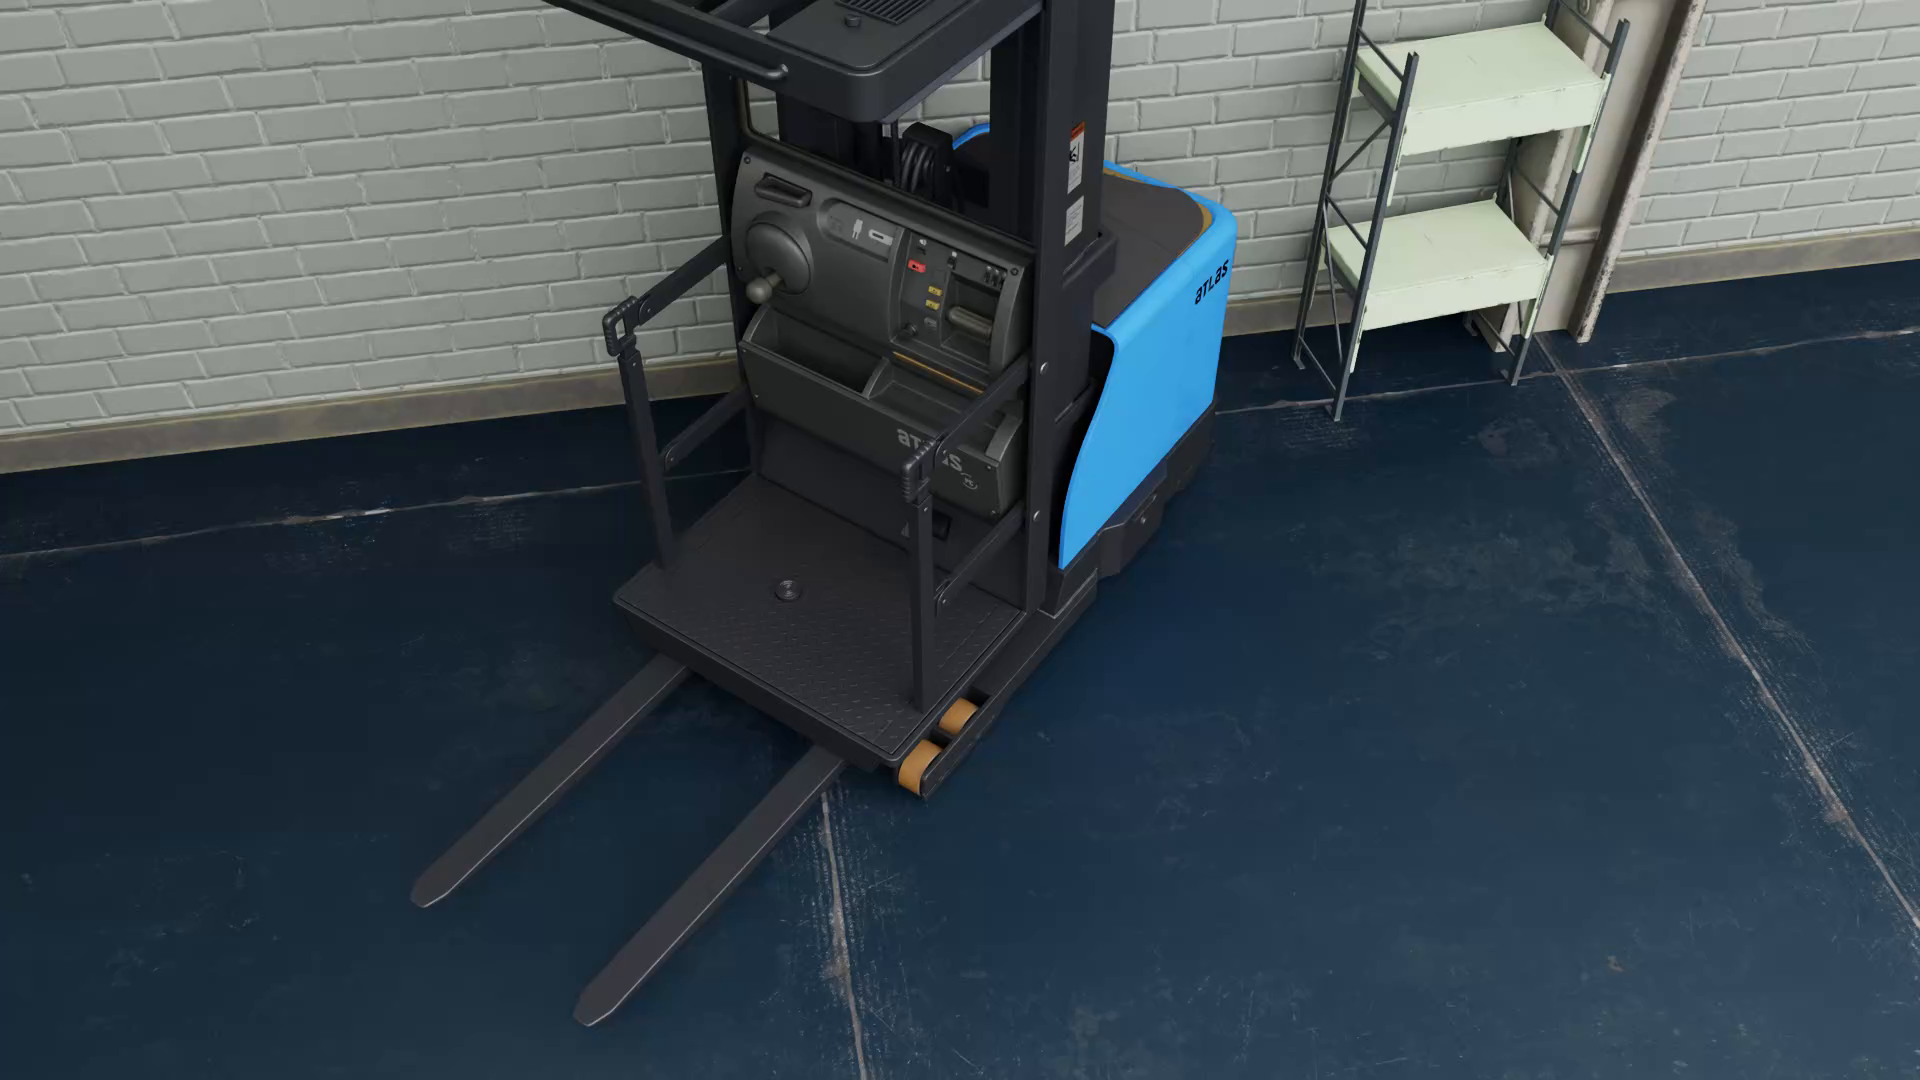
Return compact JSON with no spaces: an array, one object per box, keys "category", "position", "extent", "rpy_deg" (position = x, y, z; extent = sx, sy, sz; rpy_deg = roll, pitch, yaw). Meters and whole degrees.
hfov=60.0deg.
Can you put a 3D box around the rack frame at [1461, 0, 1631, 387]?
[{"category":"rack frame","position":[2.047,-1.243,5.906],"extent":[0.023,1.500,0.400],"rpy_deg":[-12,47,-11]}]

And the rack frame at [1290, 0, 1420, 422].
[{"category":"rack frame","position":[1.343,-1.098,5.766],"extent":[0.023,1.500,0.400],"rpy_deg":[-12,47,-11]}]

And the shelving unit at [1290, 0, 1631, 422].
[{"category":"shelving unit","position":[1.695,-1.171,5.836],"extent":[0.755,1.500,0.431],"rpy_deg":[-12,47,-11]}]

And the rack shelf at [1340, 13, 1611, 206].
[{"category":"rack shelf","position":[1.695,-1.441,5.555],"extent":[0.720,0.370,0.431],"rpy_deg":[-12,47,-11]}]

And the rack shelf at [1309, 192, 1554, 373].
[{"category":"rack shelf","position":[1.695,-0.944,6.071],"extent":[0.720,0.370,0.431],"rpy_deg":[-12,47,-11]}]

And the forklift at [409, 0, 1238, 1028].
[{"category":"forklift","position":[-0.356,-0.649,4.340],"extent":[1.130,2.935,3.031],"rpy_deg":[27,52,23]}]

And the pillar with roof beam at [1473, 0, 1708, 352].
[{"category":"pillar with roof beam","position":[2.976,-0.930,0.397],"extent":[0.400,9.000,9.100],"rpy_deg":[-7,46,-7]}]
